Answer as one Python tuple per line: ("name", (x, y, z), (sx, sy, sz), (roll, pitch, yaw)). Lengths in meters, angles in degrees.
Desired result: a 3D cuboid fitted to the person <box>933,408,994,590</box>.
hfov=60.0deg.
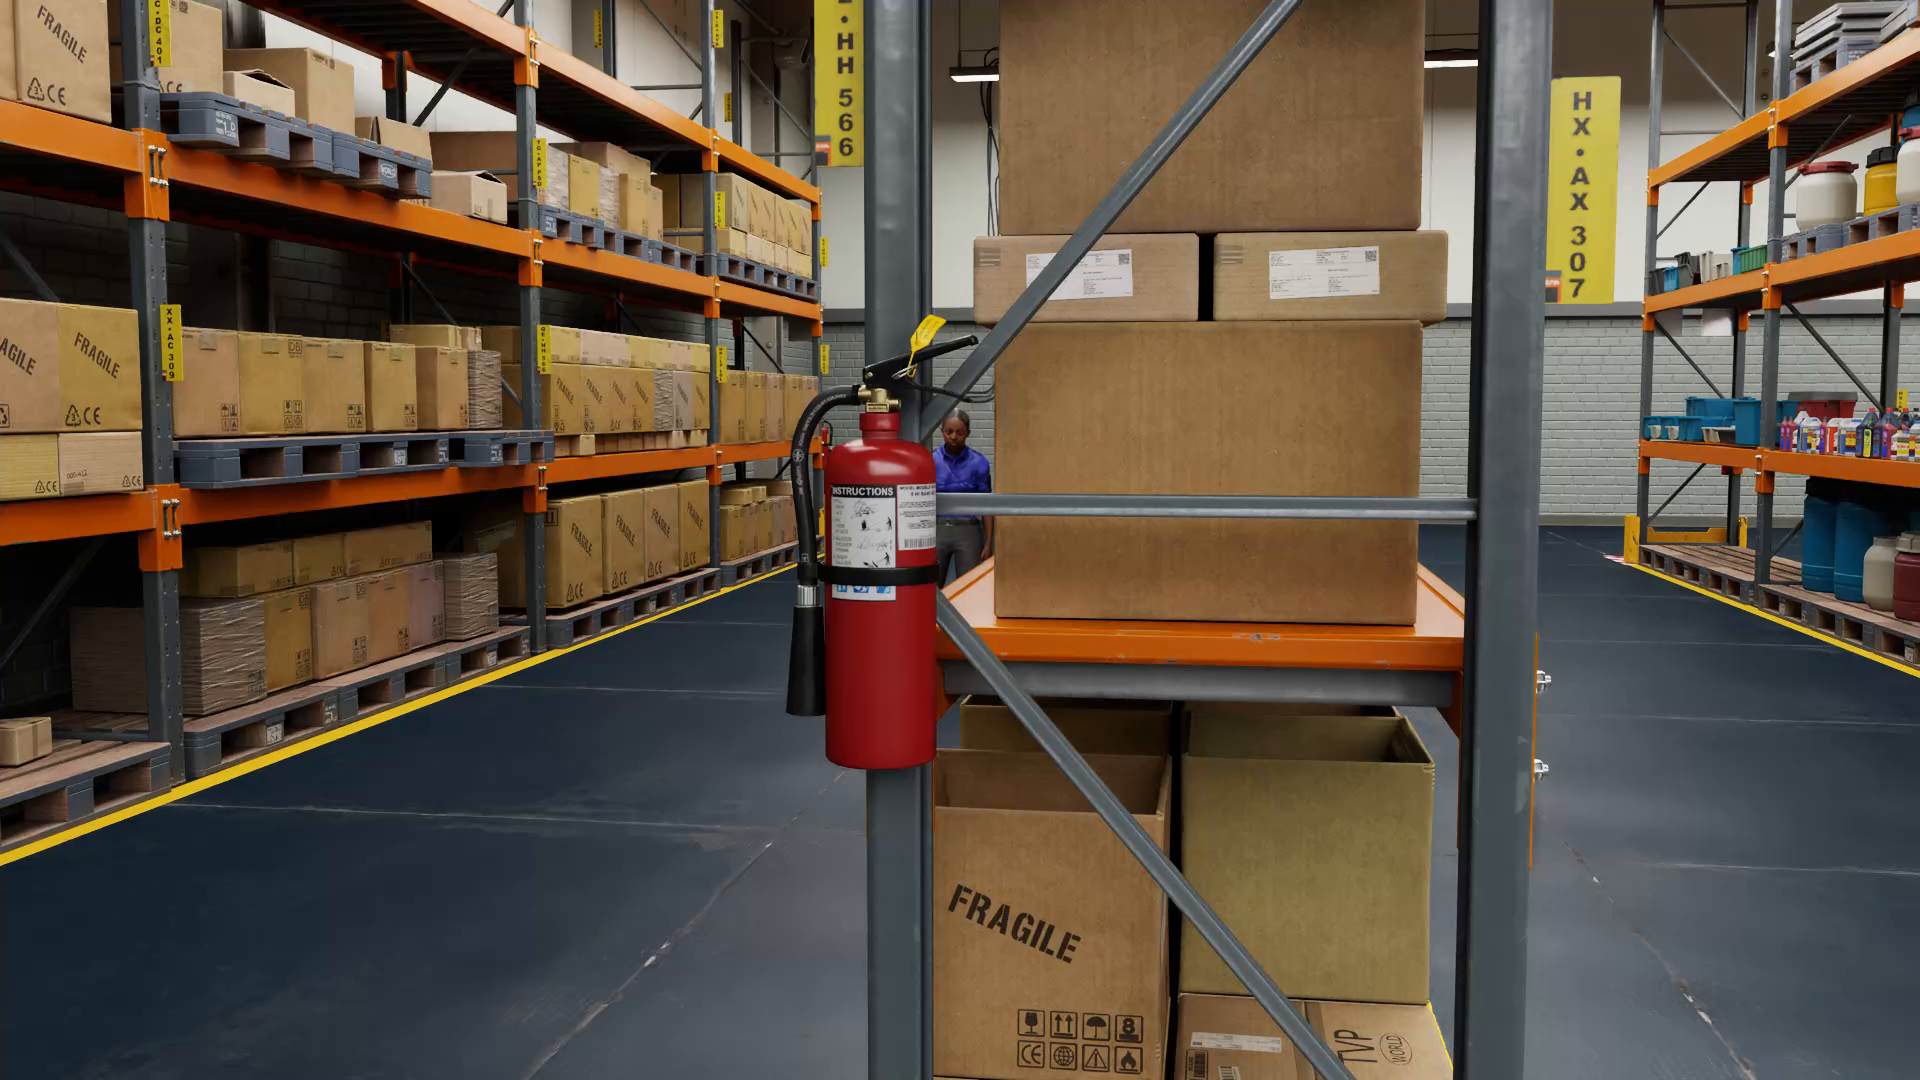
("person", (-0.054, 0.036, 9.998), (0.519, 1.653, 0.349), (0, 5, 5))
